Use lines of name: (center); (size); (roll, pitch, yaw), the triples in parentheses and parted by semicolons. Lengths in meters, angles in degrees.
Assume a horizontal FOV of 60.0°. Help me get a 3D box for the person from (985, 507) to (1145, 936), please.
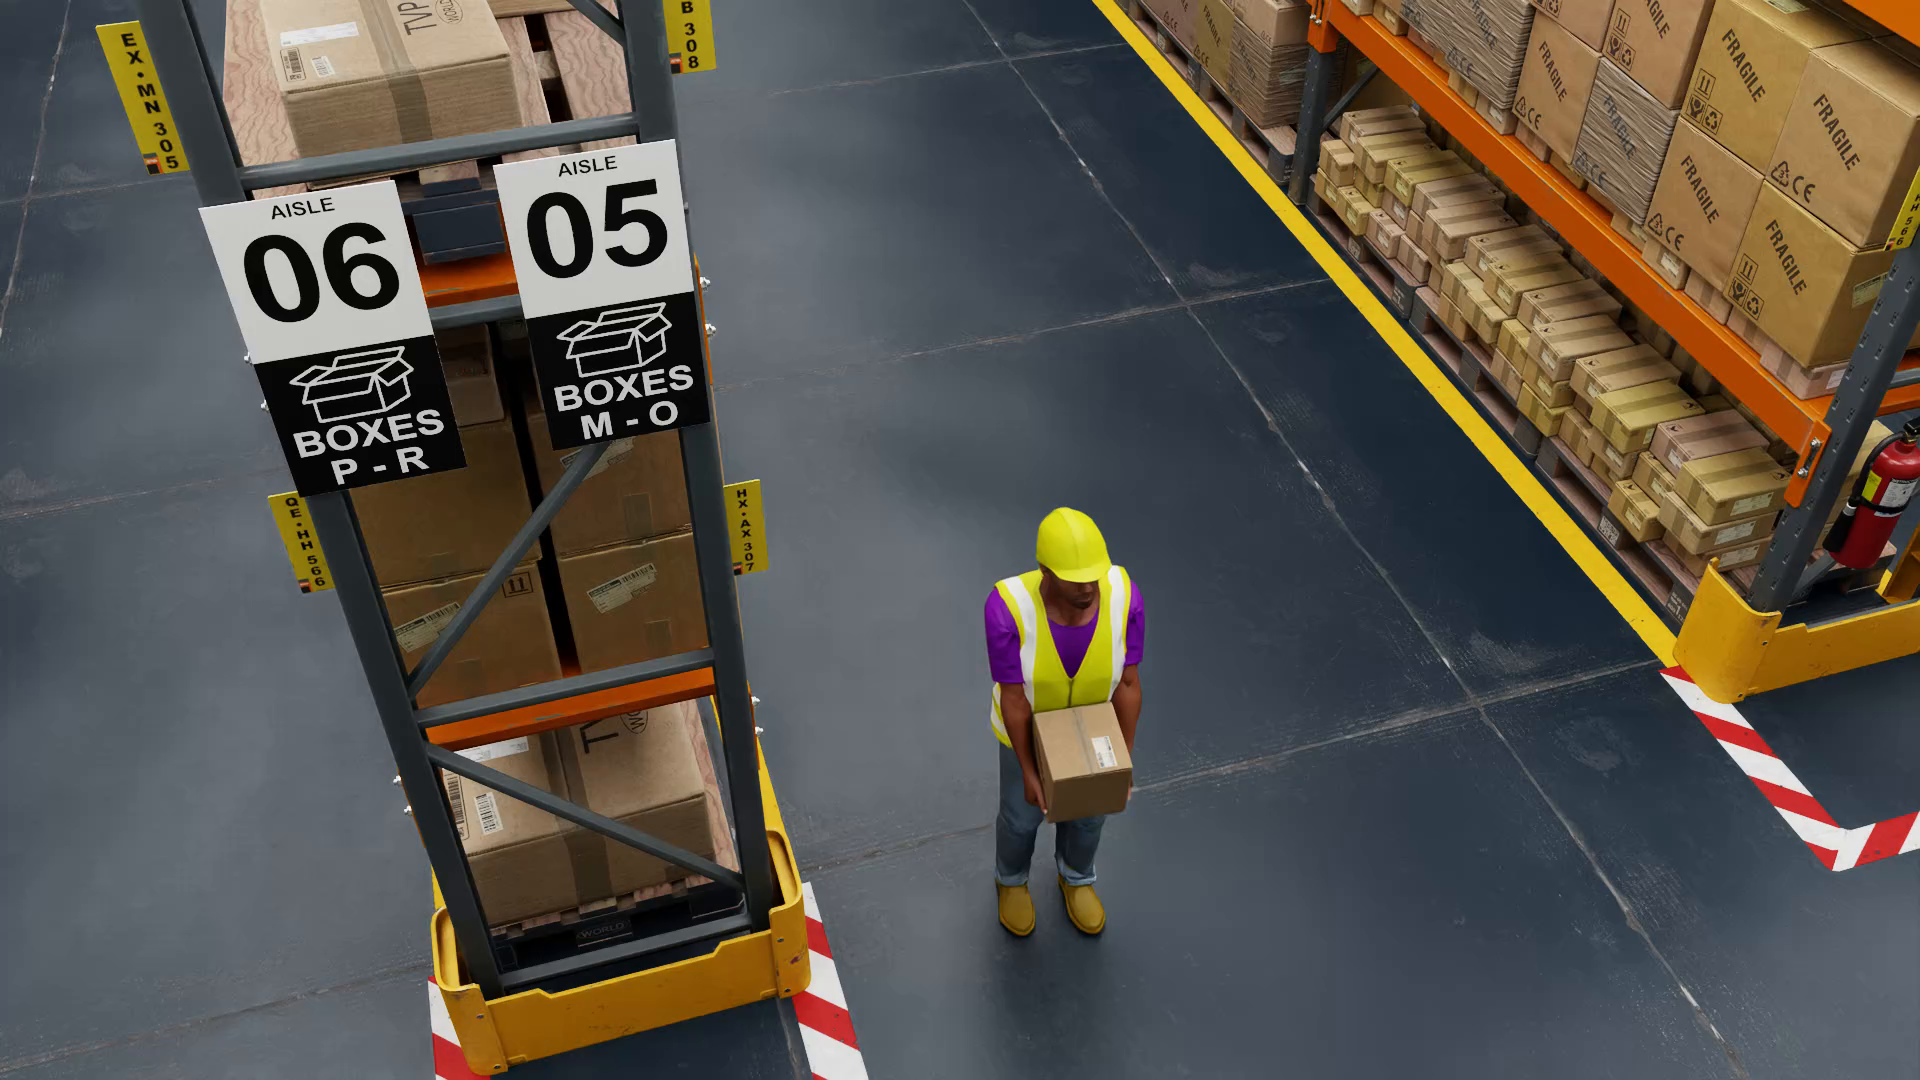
person: (0.352, 0.679, 5.390); (0.505, 1.763, 0.567); (-8, 43, -9)
